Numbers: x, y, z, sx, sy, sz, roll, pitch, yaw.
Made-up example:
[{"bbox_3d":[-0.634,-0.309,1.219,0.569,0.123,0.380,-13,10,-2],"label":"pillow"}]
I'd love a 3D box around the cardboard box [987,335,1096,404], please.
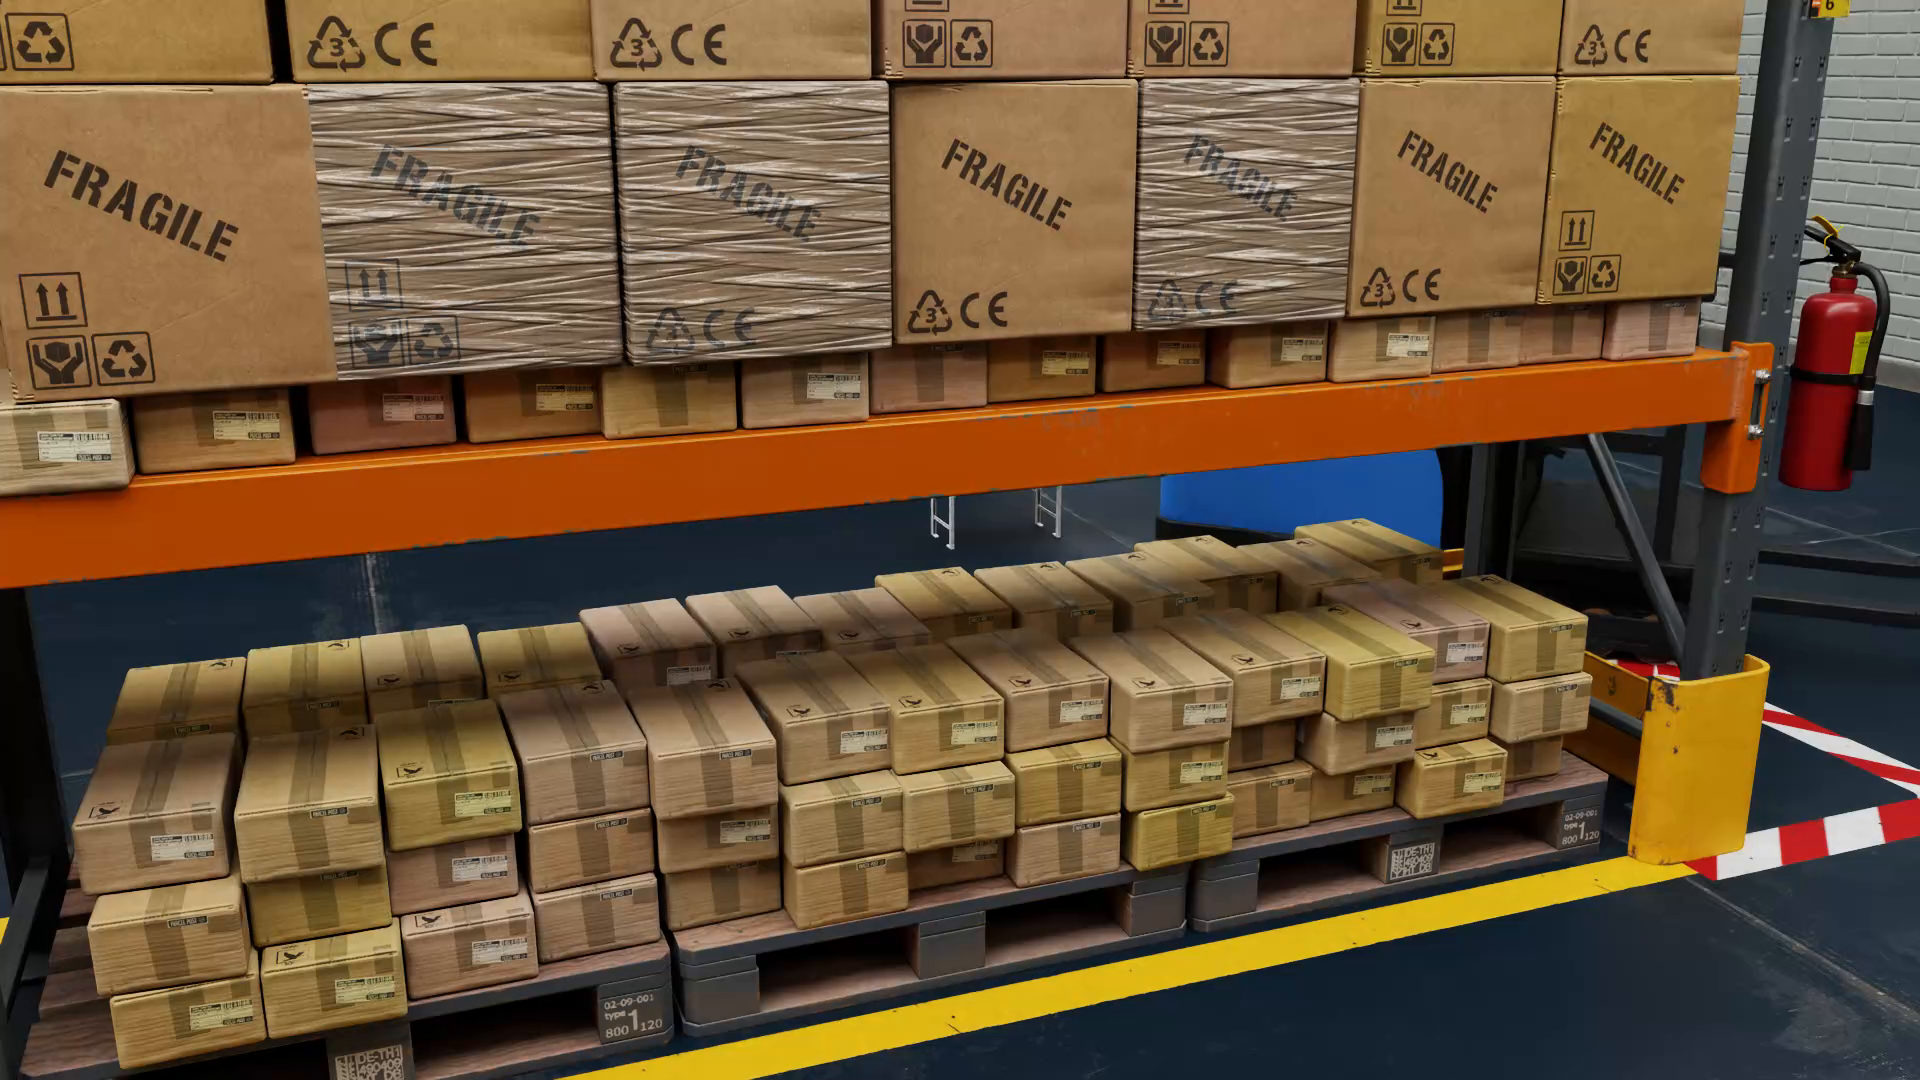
[{"bbox_3d":[0.106,-0.413,3.627,0.250,0.149,0.380,-6,17,-19],"label":"cardboard box"}]

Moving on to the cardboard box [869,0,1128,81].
[{"bbox_3d":[-0.001,-1.177,3.304,0.500,0.500,0.500,-7,18,-22],"label":"cardboard box"}]

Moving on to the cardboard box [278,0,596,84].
[{"bbox_3d":[-0.963,-1.083,2.984,0.500,0.500,0.500,-7,18,-22],"label":"cardboard box"}]

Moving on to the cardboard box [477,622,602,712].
[{"bbox_3d":[-0.986,0.333,3.901,0.250,0.149,0.380,-6,17,-18],"label":"cardboard box"}]

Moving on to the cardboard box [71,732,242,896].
[{"bbox_3d":[-1.554,0.525,3.244,0.250,0.149,0.380,-5,17,-18],"label":"cardboard box"}]

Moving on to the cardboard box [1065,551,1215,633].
[{"bbox_3d":[0.477,0.164,4.475,0.250,0.149,0.380,-7,18,-23],"label":"cardboard box"}]

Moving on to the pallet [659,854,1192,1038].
[{"bbox_3d":[-0.194,0.762,4.130,1.213,0.211,1.003,-6,17,-20],"label":"pallet"}]

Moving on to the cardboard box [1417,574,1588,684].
[{"bbox_3d":[1.382,0.222,4.275,0.250,0.149,0.380,-6,17,-19],"label":"cardboard box"}]

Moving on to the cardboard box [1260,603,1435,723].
[{"bbox_3d":[0.930,0.292,4.038,0.250,0.149,0.380,-7,18,-21],"label":"cardboard box"}]

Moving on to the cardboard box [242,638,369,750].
[{"bbox_3d":[-1.486,0.365,3.790,0.250,0.149,0.380,-6,17,-19],"label":"cardboard box"}]

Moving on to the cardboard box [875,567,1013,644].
[{"bbox_3d":[-0.047,0.204,4.339,0.250,0.149,0.380,-6,17,-19],"label":"cardboard box"}]

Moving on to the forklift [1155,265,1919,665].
[{"bbox_3d":[2.309,-1.151,5.816,3.031,2.935,1.130,7,18,22],"label":"forklift"}]

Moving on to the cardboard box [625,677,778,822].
[{"bbox_3d":[-0.555,0.438,3.540,0.250,0.149,0.380,-6,17,-19],"label":"cardboard box"}]

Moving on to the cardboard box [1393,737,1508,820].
[{"bbox_3d":[1.165,0.548,4.221,0.250,0.149,0.380,-6,17,-18],"label":"cardboard box"}]

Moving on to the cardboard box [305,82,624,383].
[{"bbox_3d":[-0.938,-0.601,3.117,0.500,0.500,0.500,-6,17,-20],"label":"cardboard box"}]

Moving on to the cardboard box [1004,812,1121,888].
[{"bbox_3d":[0.183,0.645,3.892,0.250,0.149,0.380,-6,17,-19],"label":"cardboard box"}]

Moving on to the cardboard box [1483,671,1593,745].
[{"bbox_3d":[1.395,0.373,4.289,0.250,0.149,0.380,-7,18,-22],"label":"cardboard box"}]

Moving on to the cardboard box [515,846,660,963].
[{"bbox_3d":[-0.814,0.735,3.587,0.250,0.149,0.380,-7,18,-21],"label":"cardboard box"}]

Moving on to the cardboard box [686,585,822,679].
[{"bbox_3d":[-0.519,0.251,4.180,0.250,0.149,0.380,-7,18,-22],"label":"cardboard box"}]

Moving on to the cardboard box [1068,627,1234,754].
[{"bbox_3d":[0.435,0.343,3.864,0.250,0.149,0.380,-5,17,-18],"label":"cardboard box"}]

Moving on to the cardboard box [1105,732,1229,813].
[{"bbox_3d":[0.431,0.482,3.920,0.250,0.149,0.380,-6,17,-19],"label":"cardboard box"}]

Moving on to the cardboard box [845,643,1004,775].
[{"bbox_3d":[-0.085,0.375,3.757,0.250,0.149,0.380,-6,17,-20],"label":"cardboard box"}]

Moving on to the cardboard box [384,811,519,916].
[{"bbox_3d":[-1.078,0.613,3.474,0.250,0.149,0.380,-6,17,-20],"label":"cardboard box"}]

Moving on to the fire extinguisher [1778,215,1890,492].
[{"bbox_3d":[2.186,-0.466,4.162,0.183,0.674,0.296,-6,17,-20],"label":"fire extinguisher"}]

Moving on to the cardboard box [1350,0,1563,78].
[{"bbox_3d":[0.974,-1.286,3.675,0.500,0.500,0.500,-7,18,-22],"label":"cardboard box"}]

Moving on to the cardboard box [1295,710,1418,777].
[{"bbox_3d":[0.910,0.426,4.109,0.250,0.149,0.380,-7,18,-22],"label":"cardboard box"}]

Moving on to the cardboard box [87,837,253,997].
[{"bbox_3d":[-1.497,0.696,3.191,0.250,0.149,0.380,-5,17,-18],"label":"cardboard box"}]

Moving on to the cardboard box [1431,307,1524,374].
[{"bbox_3d":[1.108,-0.506,3.944,0.250,0.149,0.380,-6,18,-21],"label":"cardboard box"}]

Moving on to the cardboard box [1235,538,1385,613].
[{"bbox_3d":[0.960,0.125,4.606,0.250,0.149,0.380,-6,17,-19],"label":"cardboard box"}]

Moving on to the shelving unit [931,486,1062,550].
[{"bbox_3d":[0.155,-0.592,6.986,0.503,1.200,0.258,-6,17,-20],"label":"shelving unit"}]

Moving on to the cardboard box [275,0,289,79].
[{"bbox_3d":[-1.608,-1.164,3.259,0.500,0.500,0.500,-7,18,-22],"label":"cardboard box"}]

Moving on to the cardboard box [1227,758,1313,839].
[{"bbox_3d":[0.661,0.581,4.112,0.250,0.149,0.380,-6,17,-20],"label":"cardboard box"}]

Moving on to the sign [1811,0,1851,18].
[{"bbox_3d":[1.965,-1.338,3.714,0.005,0.325,0.100,-6,17,-20],"label":"sign"}]

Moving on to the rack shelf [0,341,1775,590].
[{"bbox_3d":[-0.082,-0.232,3.840,4.000,0.370,1.077,-6,17,-20],"label":"rack shelf"}]

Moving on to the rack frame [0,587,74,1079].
[{"bbox_3d":[-1.950,-0.375,3.052,0.127,3.000,1.000,-6,17,-20],"label":"rack frame"}]

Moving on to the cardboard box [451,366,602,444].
[{"bbox_3d":[-0.868,-0.309,3.274,0.250,0.149,0.380,-7,18,-23],"label":"cardboard box"}]

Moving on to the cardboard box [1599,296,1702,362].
[{"bbox_3d":[1.582,-0.551,4.096,0.250,0.149,0.380,-6,17,-20],"label":"cardboard box"}]

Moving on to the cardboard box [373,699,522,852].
[{"bbox_3d":[-1.057,0.475,3.416,0.250,0.149,0.380,-6,18,-21],"label":"cardboard box"}]

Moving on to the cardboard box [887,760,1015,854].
[{"bbox_3d":[-0.062,0.538,3.729,0.250,0.149,0.380,-6,17,-20],"label":"cardboard box"}]

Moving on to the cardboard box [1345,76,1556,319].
[{"bbox_3d":[0.975,-0.806,3.813,0.500,0.500,0.500,-6,18,-21],"label":"cardboard box"}]

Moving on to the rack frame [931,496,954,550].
[{"bbox_3d":[-0.073,-0.568,6.902,0.015,1.200,0.240,-6,17,-20],"label":"rack frame"}]

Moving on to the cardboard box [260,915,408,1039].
[{"bbox_3d":[-1.246,0.812,3.323,0.250,0.149,0.380,-6,17,-18],"label":"cardboard box"}]

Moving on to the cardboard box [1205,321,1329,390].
[{"bbox_3d":[0.621,-0.456,3.772,0.250,0.149,0.380,-7,18,-23],"label":"cardboard box"}]

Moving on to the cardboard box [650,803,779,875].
[{"bbox_3d":[-0.560,0.565,3.637,0.250,0.149,0.380,-5,17,-18],"label":"cardboard box"}]

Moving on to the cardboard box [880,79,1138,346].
[{"bbox_3d":[0.036,-0.704,3.468,0.500,0.500,0.500,-5,17,-17],"label":"cardboard box"}]

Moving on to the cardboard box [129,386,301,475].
[{"bbox_3d":[-1.353,-0.243,3.047,0.250,0.149,0.380,-6,17,-18],"label":"cardboard box"}]

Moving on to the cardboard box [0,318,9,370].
[{"bbox_3d":[-4.221,-0.803,7.533,0.875,0.875,1.225,-6,17,-20],"label":"cardboard box"}]

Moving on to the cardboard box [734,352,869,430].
[{"bbox_3d":[-0.356,-0.343,3.387,0.250,0.149,0.380,-5,17,-18],"label":"cardboard box"}]

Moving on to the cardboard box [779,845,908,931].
[{"bbox_3d":[-0.298,0.697,3.714,0.250,0.149,0.380,-7,18,-22],"label":"cardboard box"}]
